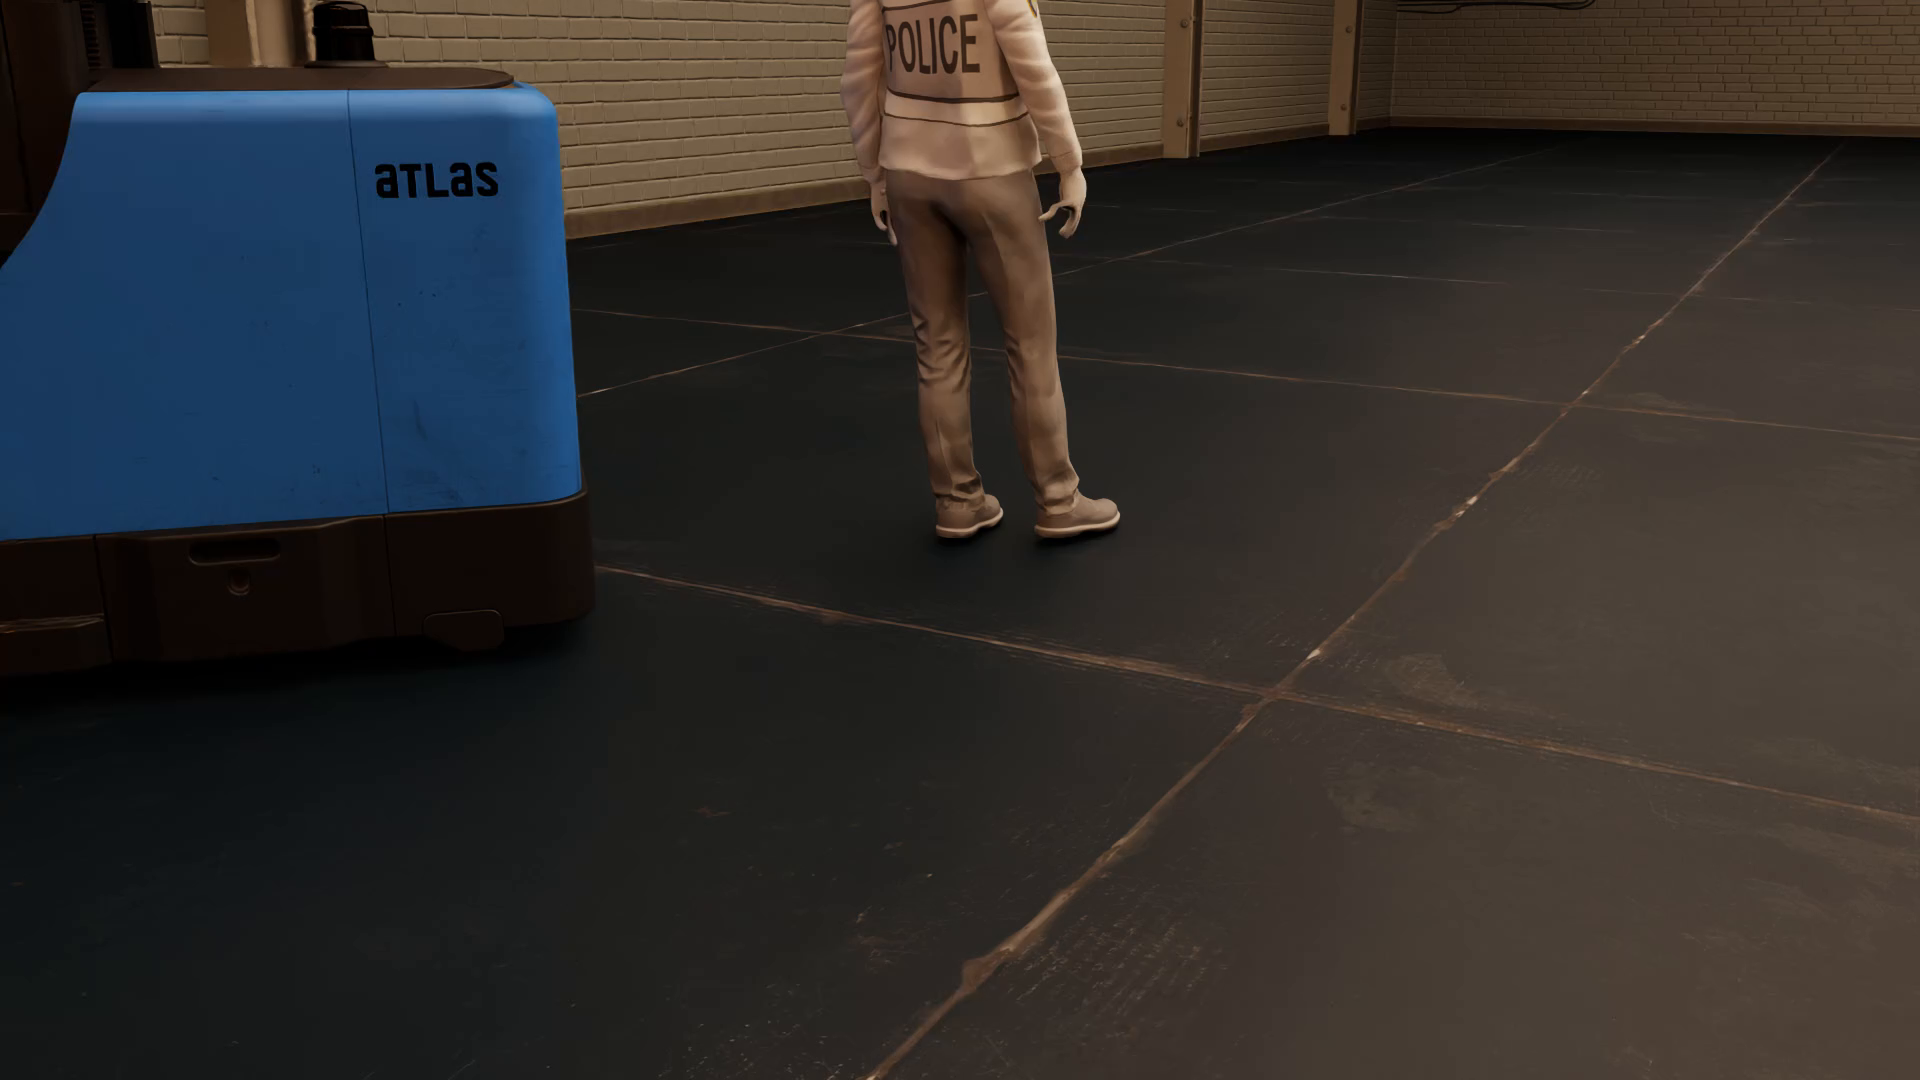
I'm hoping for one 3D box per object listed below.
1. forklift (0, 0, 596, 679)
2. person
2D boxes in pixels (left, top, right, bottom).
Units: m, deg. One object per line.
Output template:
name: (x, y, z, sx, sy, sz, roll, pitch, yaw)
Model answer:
forklift: (-2.306, -1.206, 2.948, 3.031, 2.935, 1.130, -5, 17, -15)
person: (0.040, -0.836, 3.854, 0.586, 1.694, 0.530, 9, 19, 28)
